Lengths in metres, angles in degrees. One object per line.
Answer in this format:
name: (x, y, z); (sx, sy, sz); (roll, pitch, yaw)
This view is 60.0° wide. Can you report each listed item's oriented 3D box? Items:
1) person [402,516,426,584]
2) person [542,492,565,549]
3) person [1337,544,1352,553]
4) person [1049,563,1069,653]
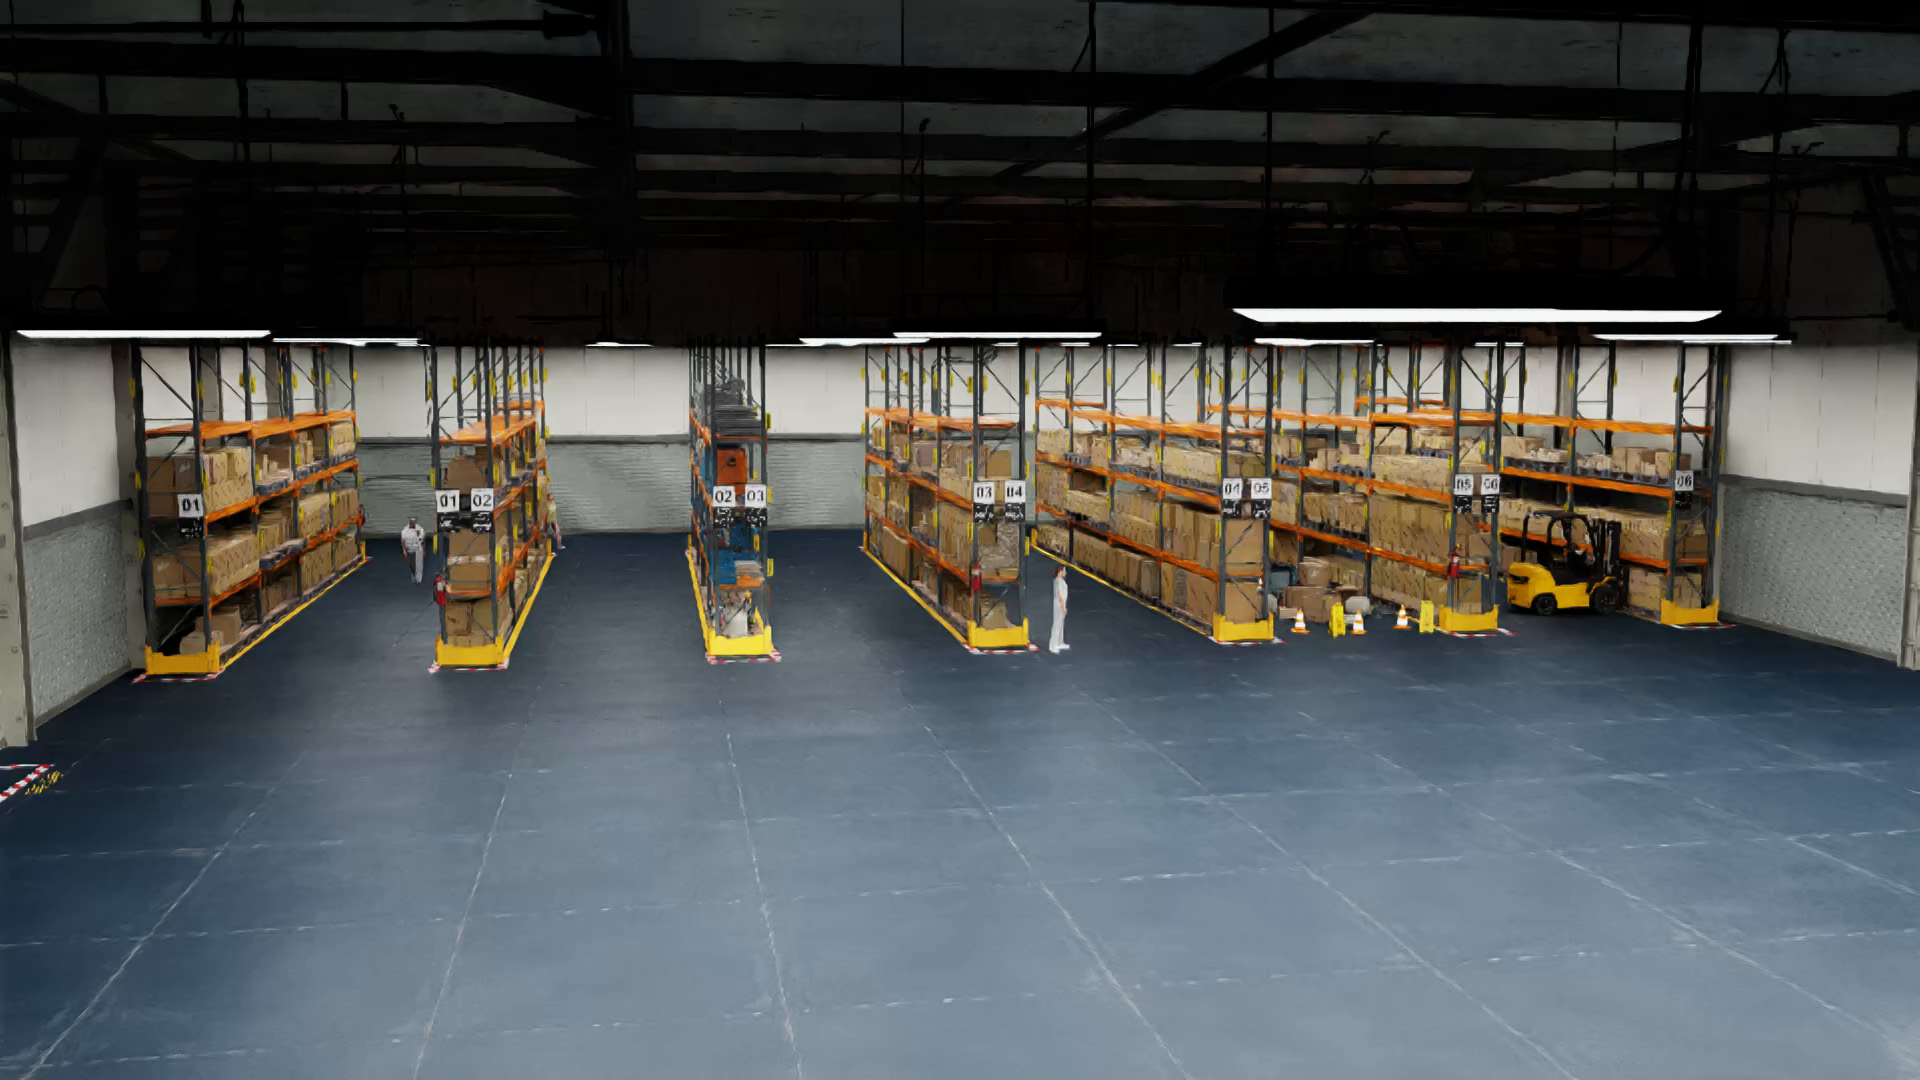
person: (-13.355, 0.223, 40.632); (0.542, 1.675, 1.126); (-1, 7, -9)
person: (-11.777, -0.558, 47.734); (0.532, 1.635, 0.931); (-5, 8, -37)
person: (10.776, -0.477, 46.850); (0.571, 1.655, 0.617); (1, 7, 9)
person: (1.885, 1.267, 31.543); (0.386, 1.674, 0.621); (1, 7, 5)
